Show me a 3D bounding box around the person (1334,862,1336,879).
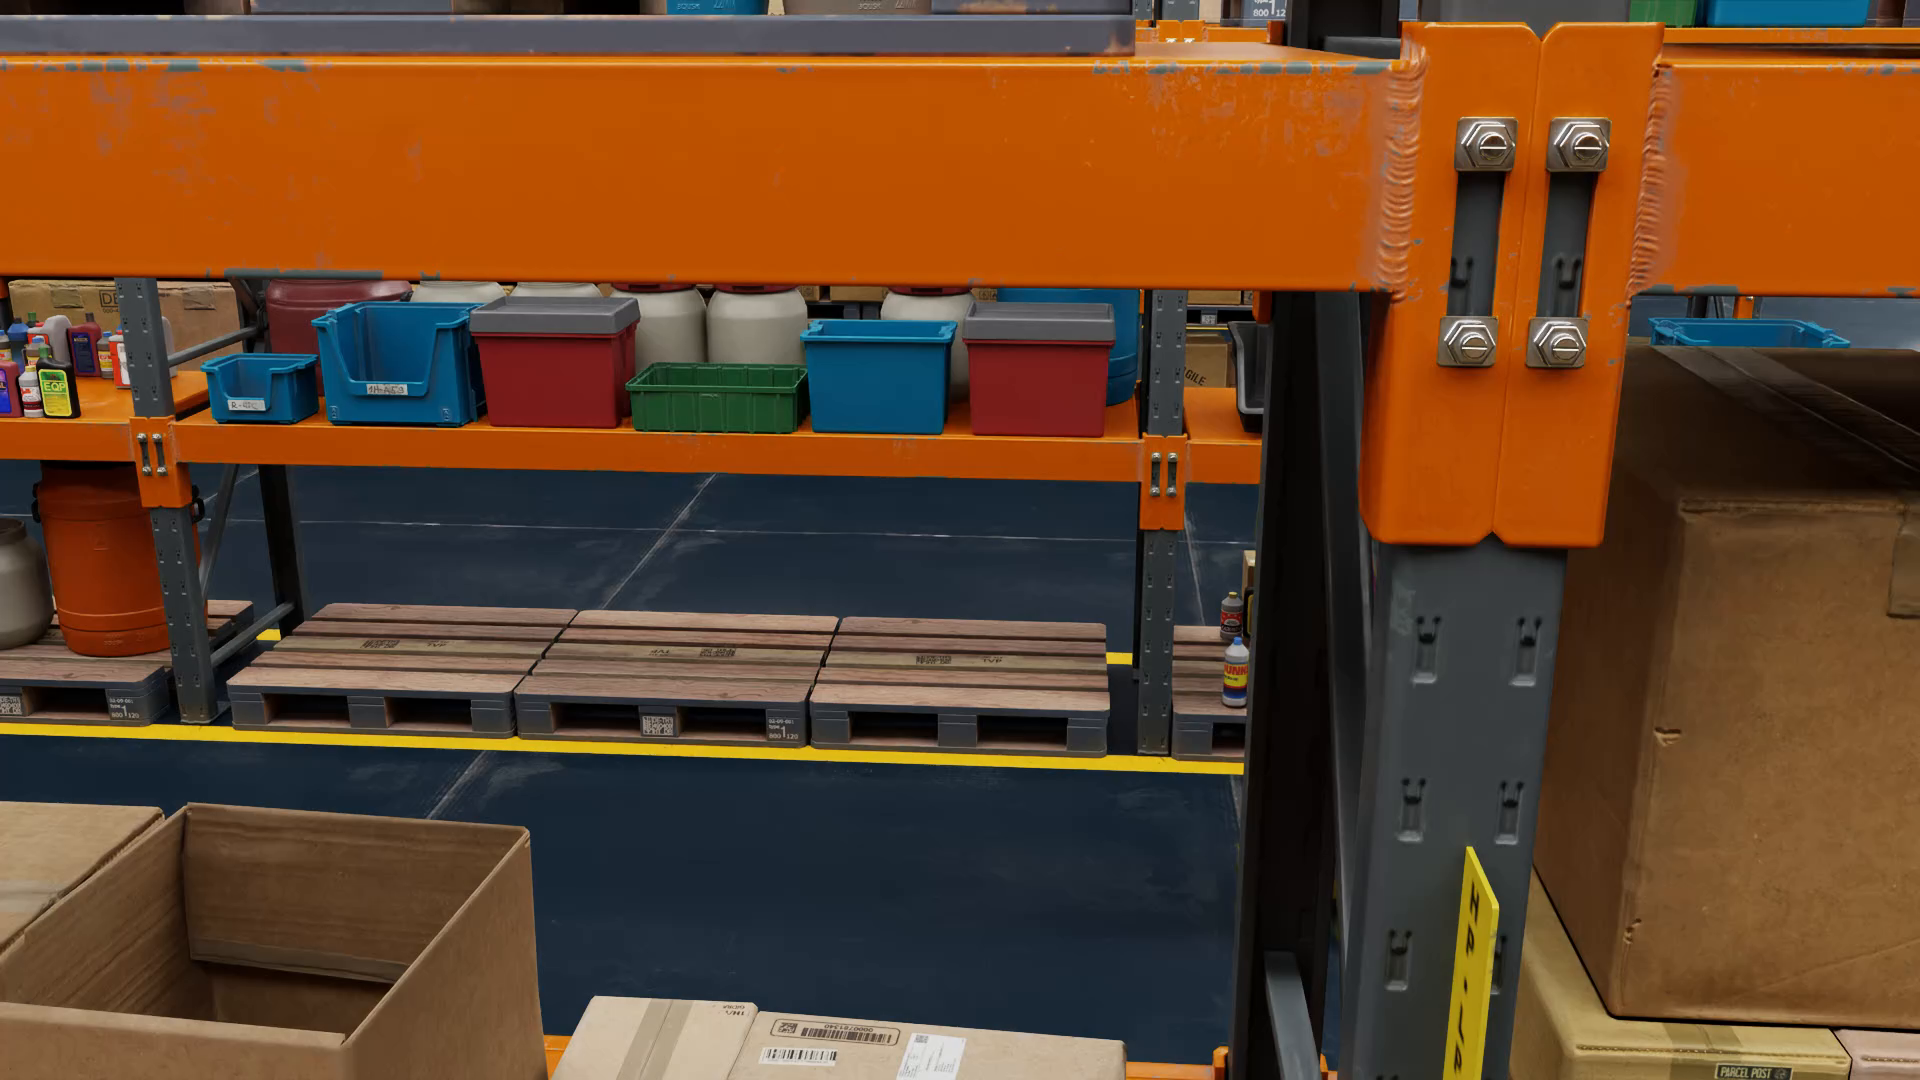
[{"bbox_3d":[1.662,0.417,5.192,1.008,1.730,0.596,3,18,9],"label":"person"}]
